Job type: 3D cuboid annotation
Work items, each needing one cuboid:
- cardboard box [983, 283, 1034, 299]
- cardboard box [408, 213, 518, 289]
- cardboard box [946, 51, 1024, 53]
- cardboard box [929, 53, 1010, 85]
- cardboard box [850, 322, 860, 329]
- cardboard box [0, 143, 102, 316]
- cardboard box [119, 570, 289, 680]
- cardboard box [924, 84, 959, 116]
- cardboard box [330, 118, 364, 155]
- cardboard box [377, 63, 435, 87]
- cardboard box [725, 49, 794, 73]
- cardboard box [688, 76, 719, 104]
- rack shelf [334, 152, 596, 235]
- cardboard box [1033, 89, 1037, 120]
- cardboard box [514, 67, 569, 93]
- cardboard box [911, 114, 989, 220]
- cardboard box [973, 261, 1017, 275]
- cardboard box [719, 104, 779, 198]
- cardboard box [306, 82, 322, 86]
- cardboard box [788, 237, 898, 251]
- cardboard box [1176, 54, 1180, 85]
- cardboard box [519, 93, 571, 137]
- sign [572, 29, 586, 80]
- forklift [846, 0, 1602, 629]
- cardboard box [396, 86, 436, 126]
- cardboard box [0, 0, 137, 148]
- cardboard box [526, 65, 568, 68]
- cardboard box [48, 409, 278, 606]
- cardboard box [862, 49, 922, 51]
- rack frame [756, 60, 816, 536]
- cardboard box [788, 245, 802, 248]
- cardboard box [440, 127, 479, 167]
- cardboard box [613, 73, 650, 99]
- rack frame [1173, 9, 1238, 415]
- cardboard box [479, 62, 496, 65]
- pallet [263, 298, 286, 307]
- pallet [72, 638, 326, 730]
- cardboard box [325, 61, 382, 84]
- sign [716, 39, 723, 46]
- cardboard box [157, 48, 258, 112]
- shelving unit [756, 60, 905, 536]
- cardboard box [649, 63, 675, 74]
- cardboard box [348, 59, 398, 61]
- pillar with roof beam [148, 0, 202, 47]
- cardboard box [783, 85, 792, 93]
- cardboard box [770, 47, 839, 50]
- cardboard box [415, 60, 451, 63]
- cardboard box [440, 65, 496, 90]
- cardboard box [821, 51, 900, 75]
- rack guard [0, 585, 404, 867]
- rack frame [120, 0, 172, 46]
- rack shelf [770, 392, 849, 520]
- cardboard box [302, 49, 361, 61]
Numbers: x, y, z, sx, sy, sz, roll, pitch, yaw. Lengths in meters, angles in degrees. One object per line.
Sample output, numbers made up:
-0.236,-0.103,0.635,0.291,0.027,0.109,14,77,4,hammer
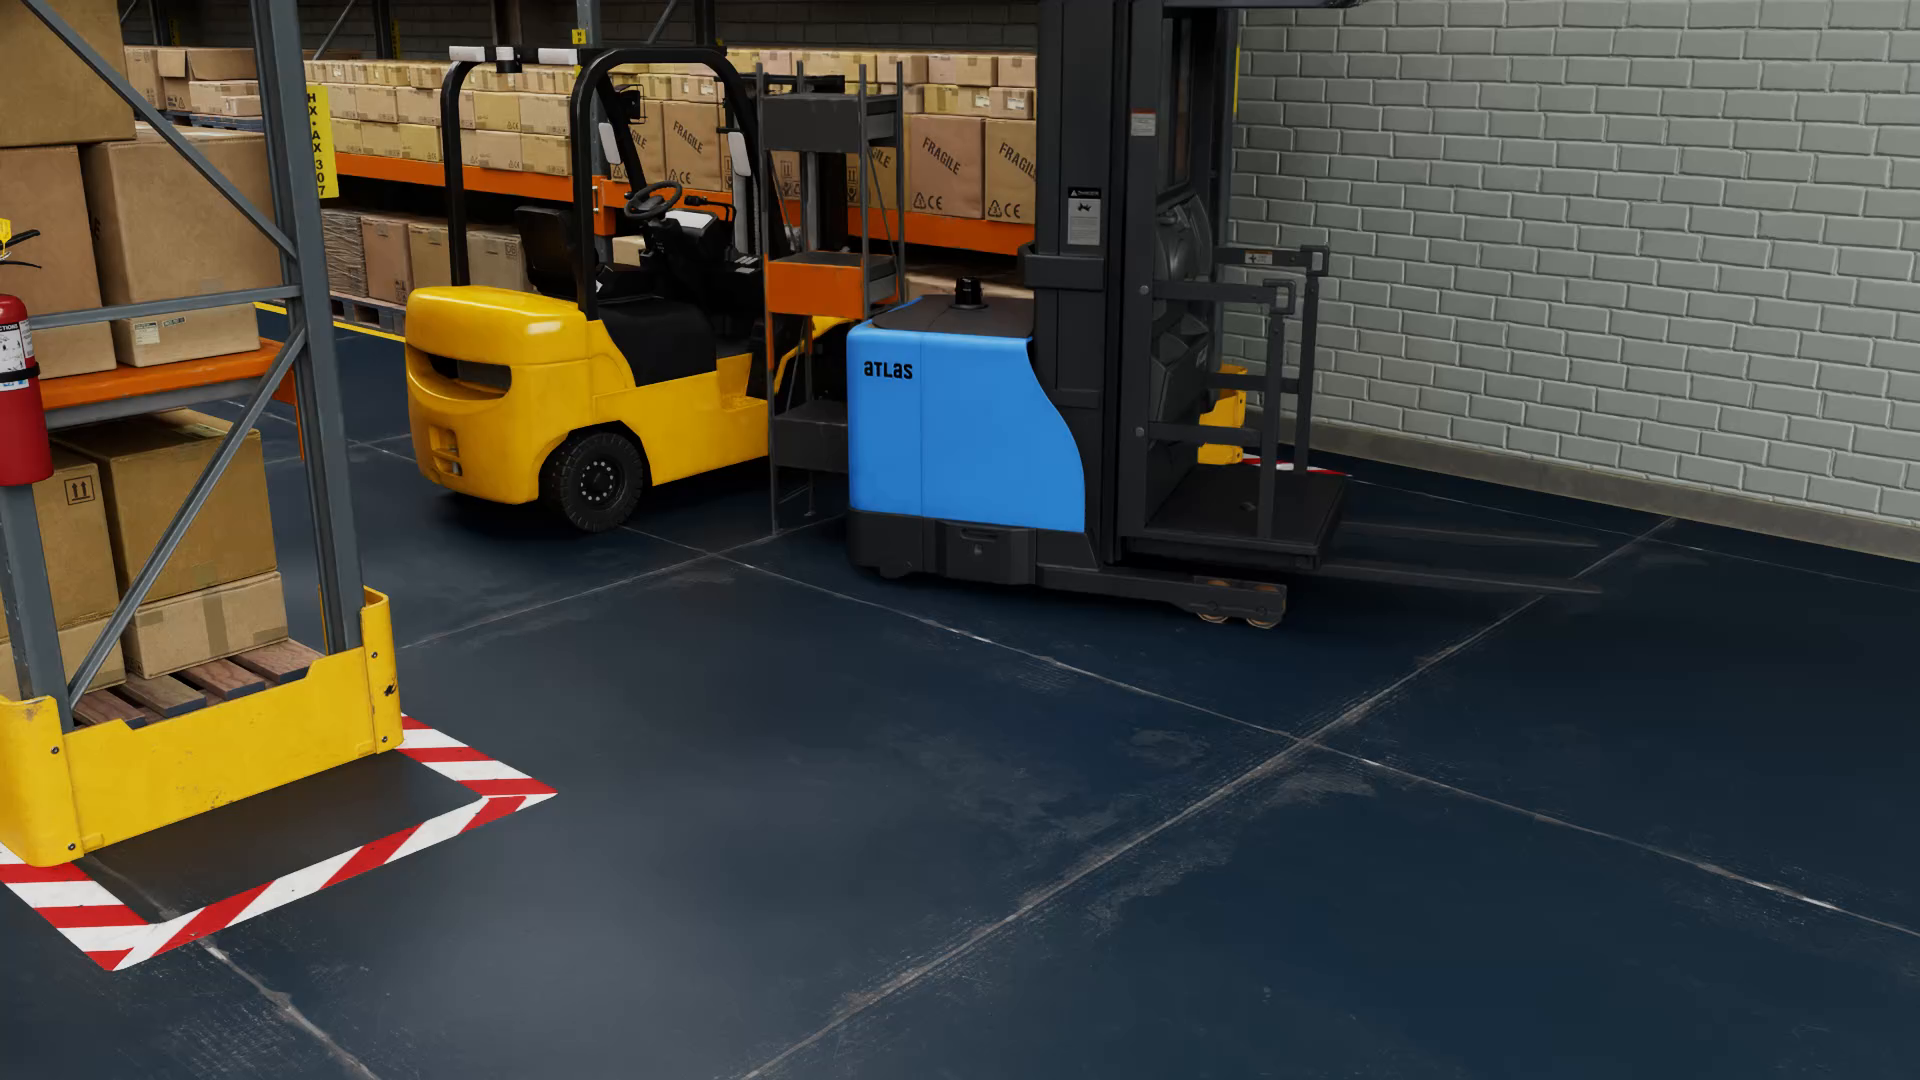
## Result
0.465,-1.160,8.507,0.500,0.250,0.500,16,24,41,cardboard box
-3.512,-2.054,12.356,0.625,0.625,0.875,14,22,37,cardboard box
0.138,-2.597,9.106,0.250,0.149,0.380,16,24,41,cardboard box
0.053,-2.451,8.646,0.250,0.149,0.380,15,23,40,cardboard box
-0.323,-1.129,9.235,0.500,0.250,0.500,14,23,38,cardboard box
-2.864,-0.884,4.783,0.500,0.500,0.500,15,23,38,cardboard box
-2.695,0.238,5.756,0.500,0.250,0.500,15,23,39,cardboard box
0.029,-2.298,8.656,0.250,0.149,0.380,15,23,39,cardboard box
-4.424,-3.060,12.544,0.500,0.250,0.500,14,23,38,cardboard box
-3.951,-3.348,11.964,0.250,0.149,0.380,16,23,40,cardboard box
-1.145,-2.741,9.559,0.250,0.149,0.380,15,23,38,cardboard box
-1.368,-2.645,9.748,0.250,0.149,0.380,16,23,40,cardboard box
-3.471,-2.634,12.142,4.000,0.370,1.077,15,23,39,rack shelf
0.572,-2.135,8.143,0.250,0.149,0.380,15,23,40,cardboard box
-2.731,-3.059,11.055,0.250,0.149,0.380,15,23,39,cardboard box
0.093,-1.965,8.681,0.500,0.500,0.500,16,24,41,cardboard box
0.407,-1.377,9.190,0.500,0.250,0.500,15,23,39,cardboard box
-1.036,-2.272,9.648,0.500,0.500,0.500,15,23,39,cardboard box
-4.814,-3.395,12.772,0.500,0.250,0.500,15,23,39,cardboard box
-0.720,-1.683,10.156,0.500,0.250,0.500,15,23,40,cardboard box
0.907,-2.386,8.443,0.250,0.149,0.380,14,23,38,cardboard box
-2.512,-2.783,10.843,0.500,0.250,0.500,14,23,38,cardboard box
-2.328,-2.965,10.211,0.005,0.325,0.100,15,23,39,sign
1.091,-1.231,6.645,3.031,2.935,1.130,6,19,18,forklift
-3.645,-3.094,11.823,0.500,0.250,0.500,15,23,40,cardboard box
-2.802,-1.368,4.652,0.500,0.500,0.700,14,23,38,cardboard box
-2.822,-3.270,11.718,0.250,0.149,0.380,15,23,39,cardboard box
-2.713,-0.125,5.657,0.500,0.500,0.500,14,22,37,cardboard box
-0.430,-2.756,9.607,0.250,0.149,0.380,16,24,41,cardboard box
-0.782,-1.077,7.535,0.015,2.100,0.400,7,19,22,rack frame
-1.066,-1.571,9.802,0.500,0.250,0.500,16,24,41,cardboard box
-3.256,-2.752,11.573,0.500,0.250,0.500,15,23,40,cardboard box
-1.911,-2.809,10.265,0.250,0.149,0.380,15,23,38,cardboard box
1.017,-1.772,8.237,0.127,3.000,1.000,15,23,39,rack frame
-3.428,-3.412,12.166,0.250,0.149,0.380,16,24,41,cardboard box
-5.500,-2.208,14.219,1.213,0.211,1.003,15,23,39,pallet
-2.916,0.494,5.705,1.213,0.211,1.003,15,23,39,pallet
-4.514,-3.505,12.461,0.250,0.149,0.380,16,24,41,cardboard box
-1.608,-3.151,11.021,0.005,0.325,0.100,15,23,39,sign
-6.310,-3.914,14.120,0.637,0.503,0.797,14,23,38,cardboard box
-0.557,-1.049,7.445,0.503,2.100,0.431,7,19,22,shelving unit
-1.666,-2.915,10.107,0.250,0.149,0.380,15,23,40,cardboard box
-4.589,-3.716,13.123,0.250,0.149,0.380,16,24,41,cardboard box
-10.738,-6.411,12.935,0.400,9.000,9.100,15,23,39,pillar with roof beam
-0.768,-2.494,9.273,0.250,0.149,0.380,14,23,38,cardboard box
-0.940,-2.932,10.163,0.250,0.149,0.380,14,23,38,cardboard box
-3.936,-3.589,12.725,0.250,0.149,0.380,14,23,38,cardboard box
-3.353,-3.200,11.499,0.250,0.149,0.380,15,23,40,cardboard box
-0.542,-2.602,9.121,0.250,0.149,0.380,15,23,40,cardboard box
-2.332,0.528,5.122,0.348,0.500,1.175,15,23,39,rack guard
-7.958,-4.182,15.829,0.127,3.000,1.000,15,23,39,rack frame
-0.557,-0.369,7.661,0.480,0.518,0.431,7,19,22,rack shelf
-5.248,-3.765,13.657,0.500,0.500,0.500,16,24,42,cardboard box
